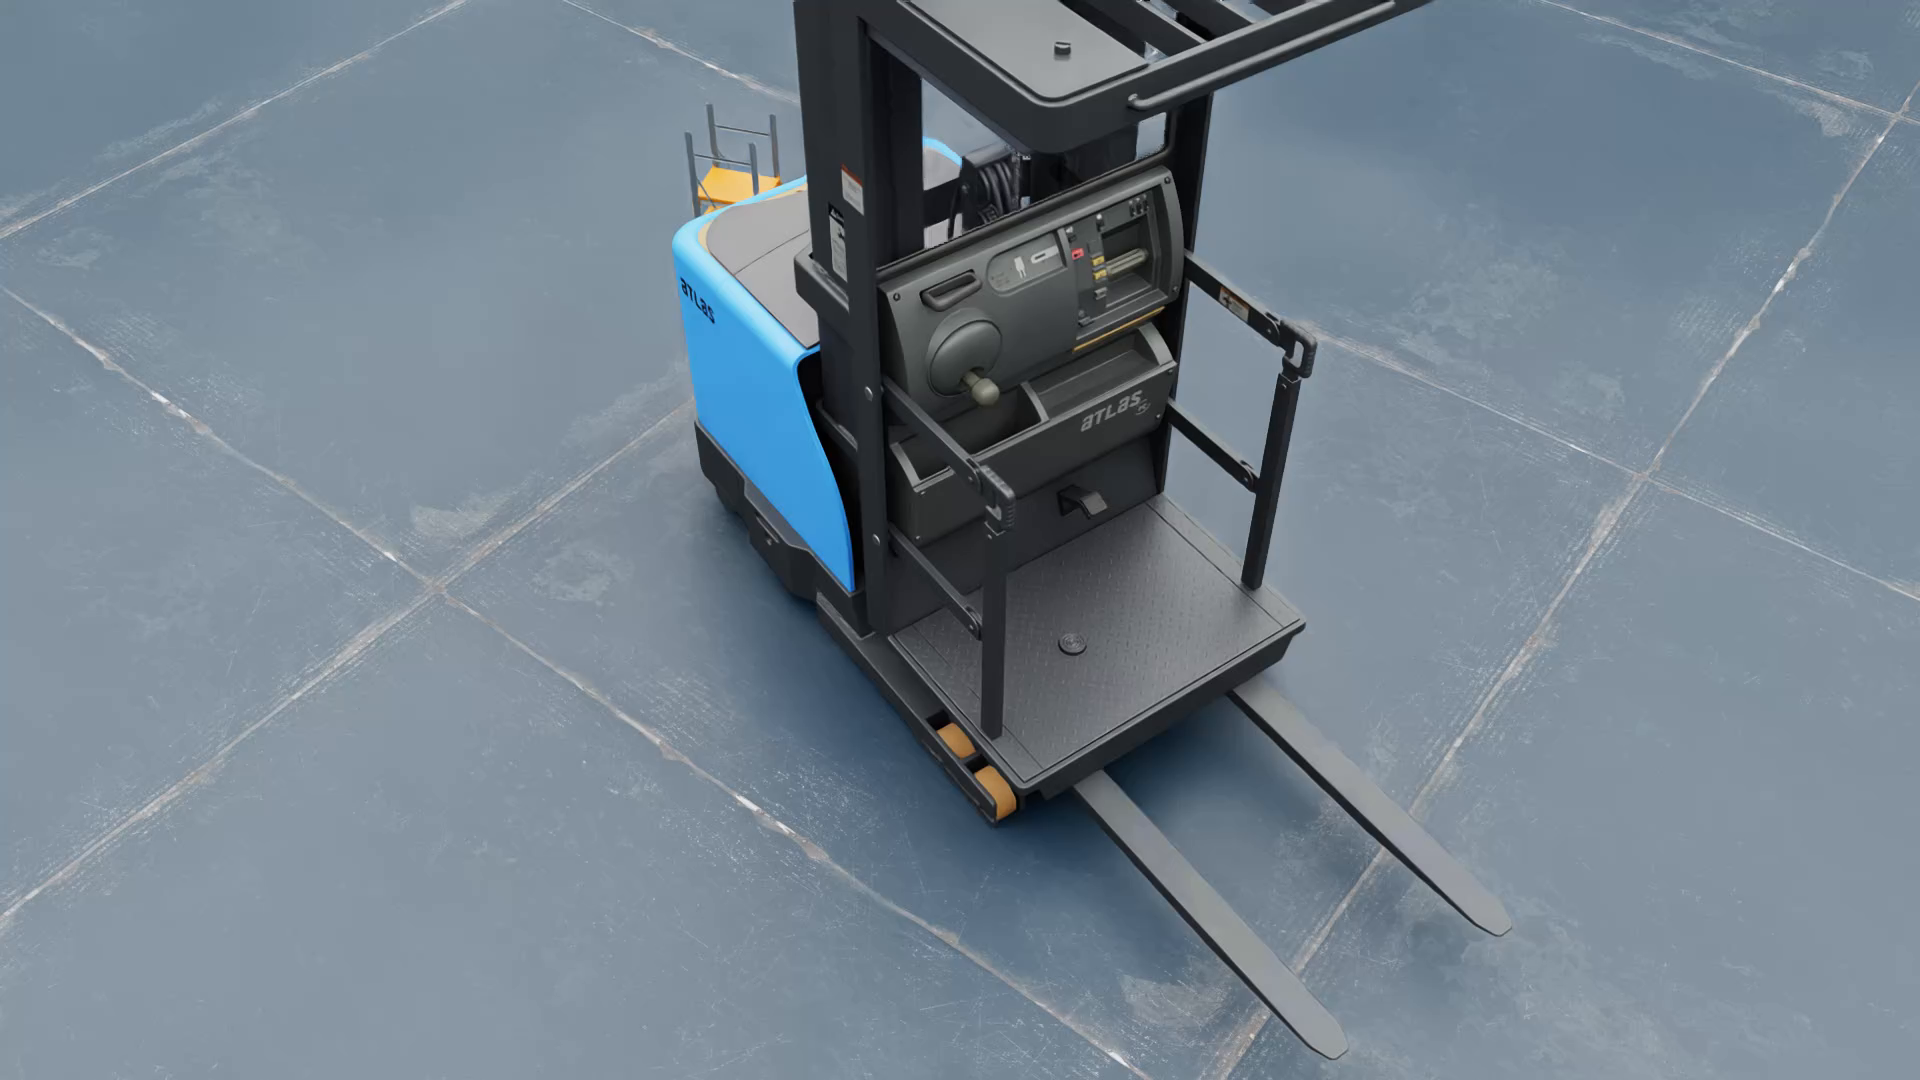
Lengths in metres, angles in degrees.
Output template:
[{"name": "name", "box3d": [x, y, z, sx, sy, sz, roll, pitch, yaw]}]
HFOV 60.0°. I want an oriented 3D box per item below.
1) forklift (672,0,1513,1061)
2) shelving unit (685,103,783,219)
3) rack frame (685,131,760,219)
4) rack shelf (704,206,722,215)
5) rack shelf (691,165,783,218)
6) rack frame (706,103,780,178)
[{"name": "forklift", "box3d": [0.340, -0.580, 4.277, 1.130, 2.935, 3.031, -27, 52, -23]}, {"name": "shelving unit", "box3d": [-0.750, -0.925, 5.800, 0.258, 1.200, 0.189, 12, 46, 11]}, {"name": "rack frame", "box3d": [-0.775, -0.863, 5.738, 0.240, 1.200, 0.006, 12, 46, 11]}, {"name": "rack shelf", "box3d": [-0.747, -1.063, 5.661, 0.258, 0.103, 0.180, 12, 46, 11]}, {"name": "rack shelf", "box3d": [-0.746, -1.147, 5.576, 0.258, 0.103, 0.180, 12, 46, 11]}, {"name": "rack frame", "box3d": [-0.725, -0.988, 5.862, 0.240, 1.200, 0.006, 12, 46, 11]}]
